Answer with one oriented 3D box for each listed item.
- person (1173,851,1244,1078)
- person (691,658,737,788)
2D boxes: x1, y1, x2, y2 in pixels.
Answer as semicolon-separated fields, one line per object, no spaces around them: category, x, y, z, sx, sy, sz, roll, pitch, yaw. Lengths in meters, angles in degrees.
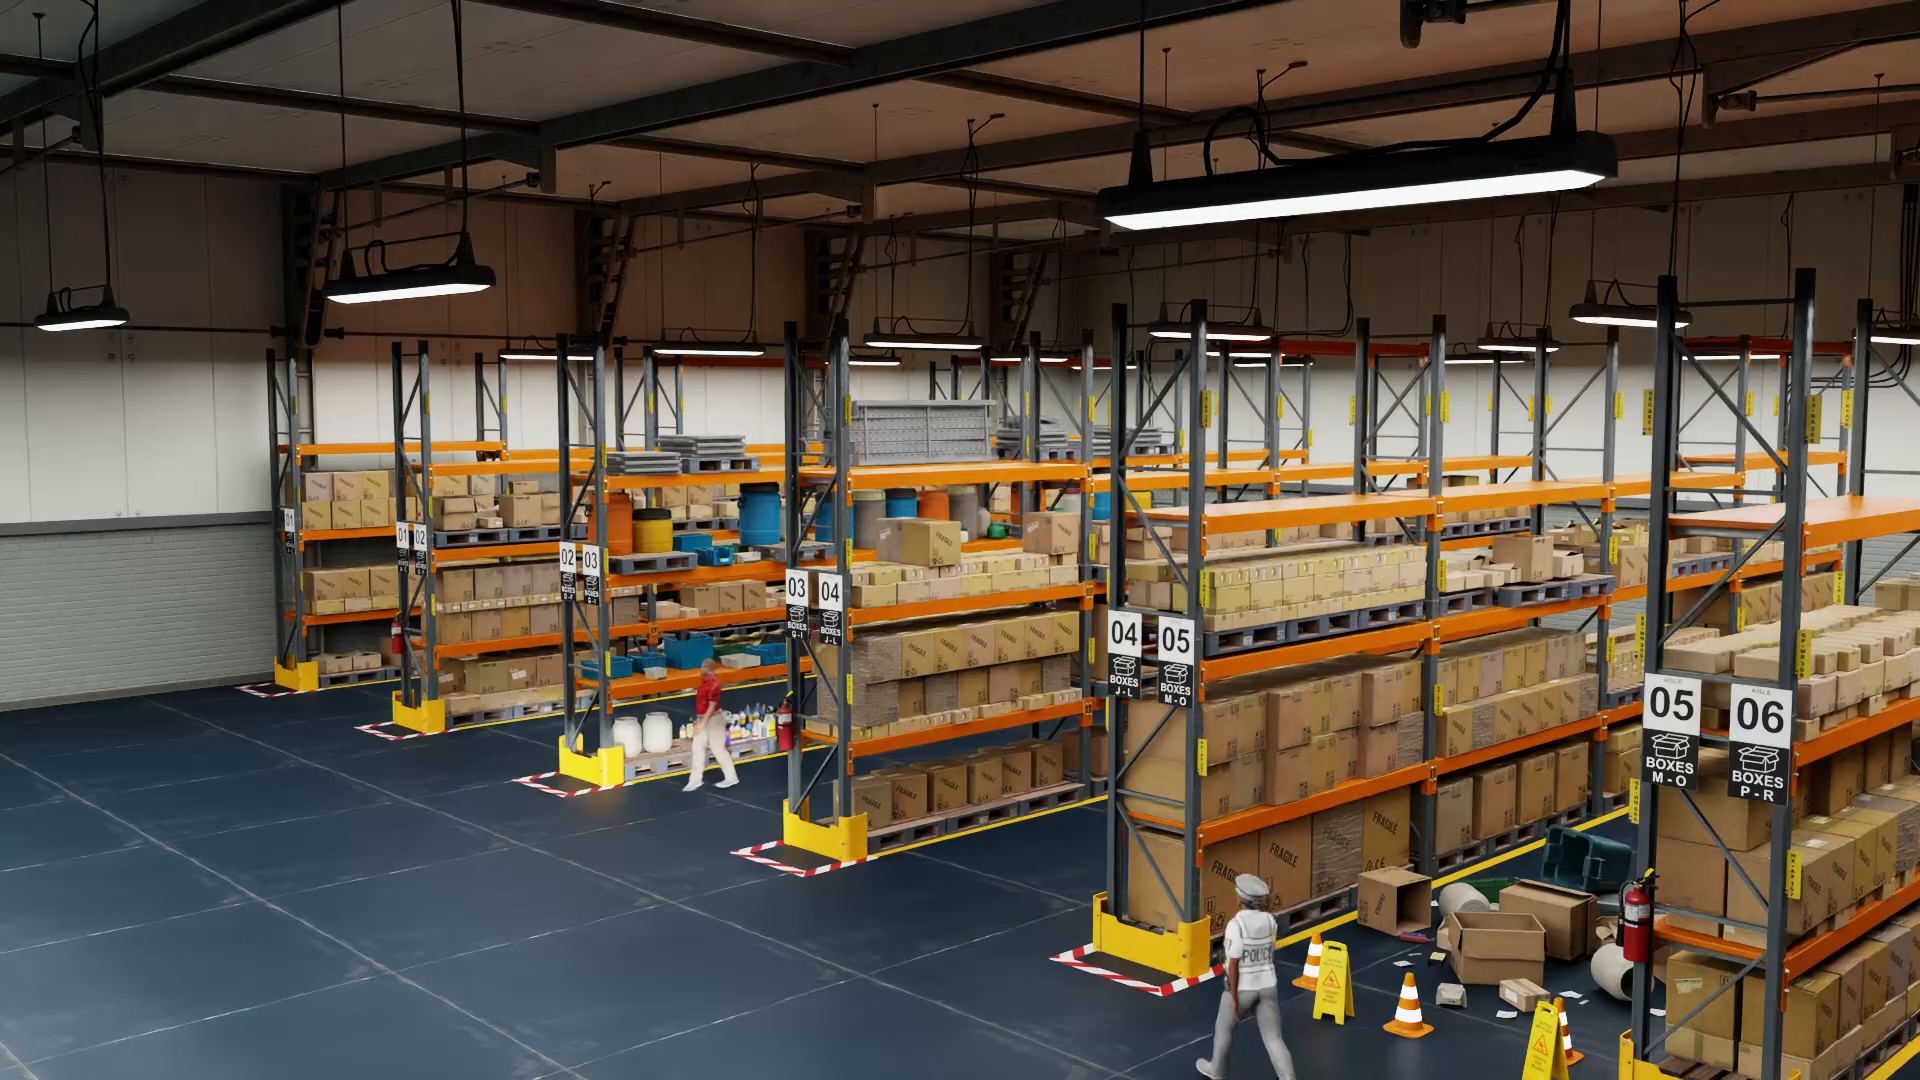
person;1.869;3.246;12.681;0.452;1.741;0.517;-3;6;-28
person;-3.223;2.420;21.883;0.693;1.728;0.574;2;5;19
